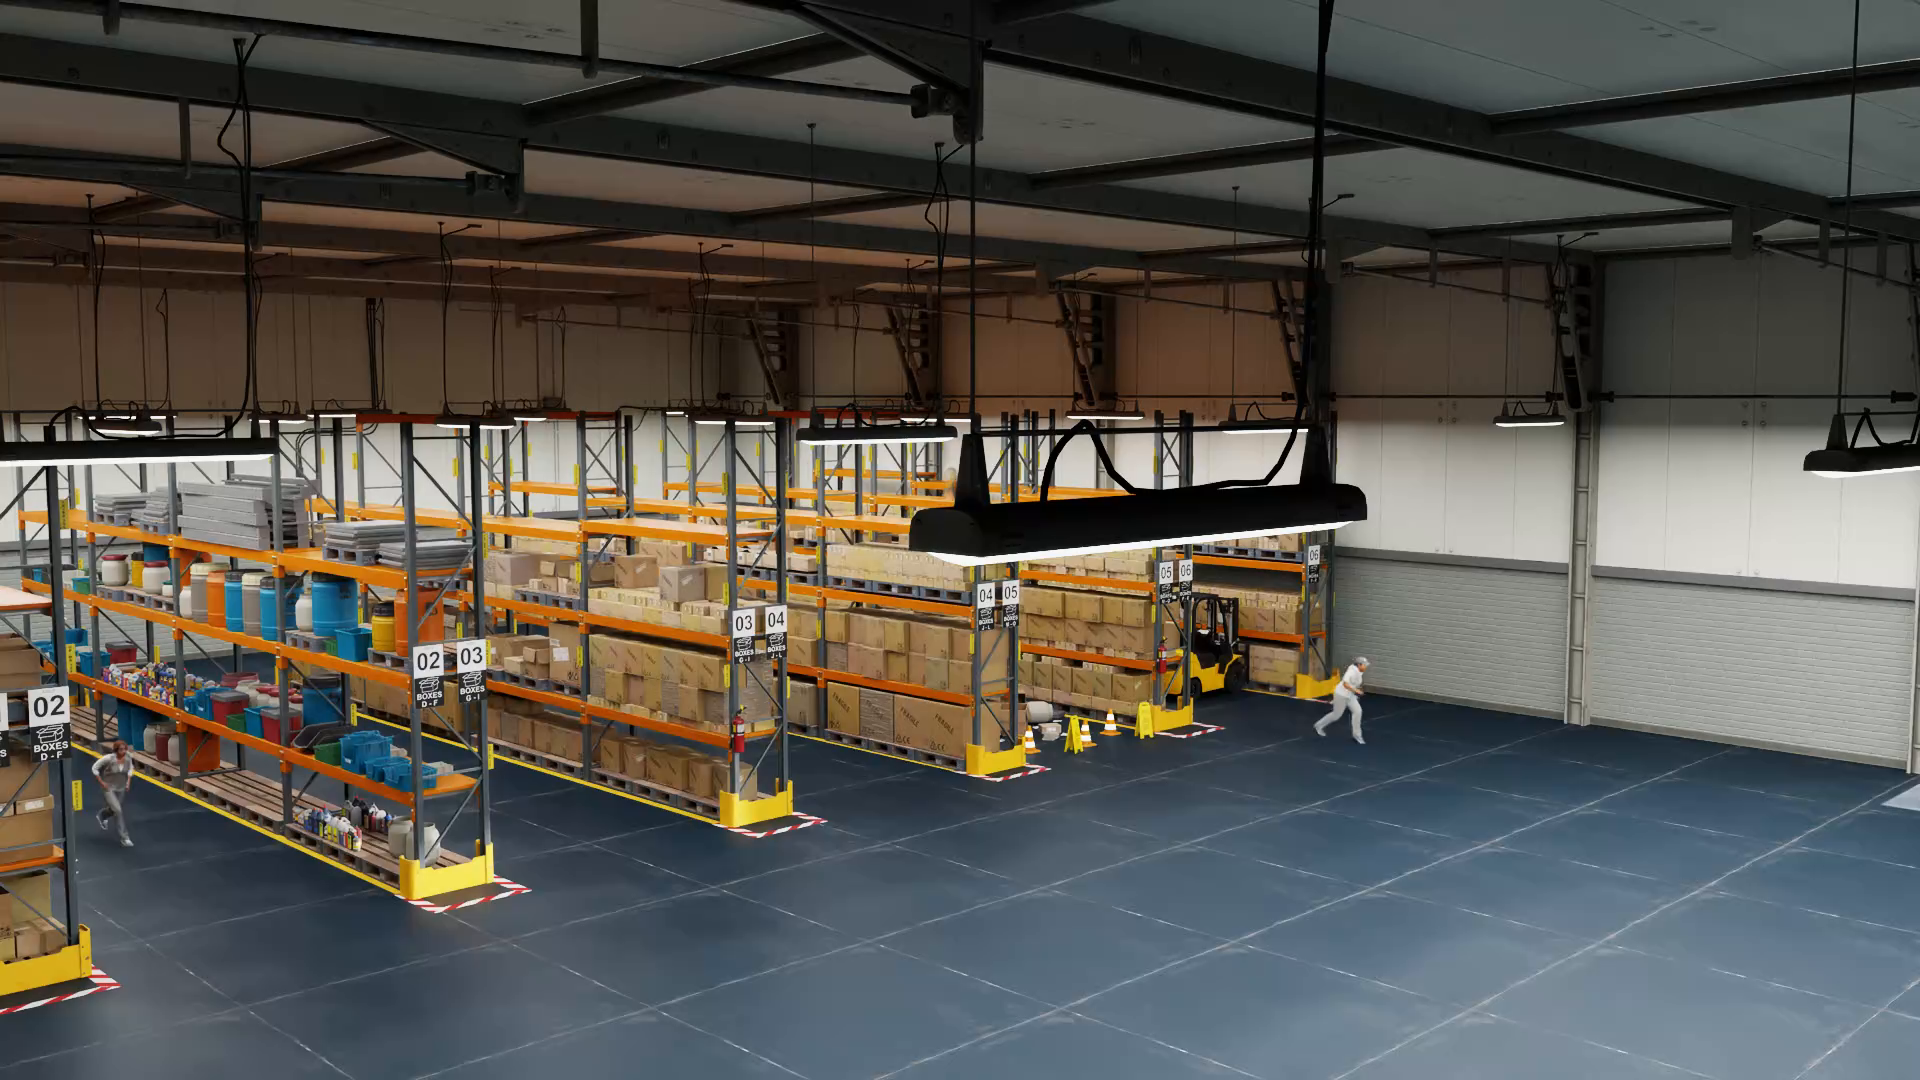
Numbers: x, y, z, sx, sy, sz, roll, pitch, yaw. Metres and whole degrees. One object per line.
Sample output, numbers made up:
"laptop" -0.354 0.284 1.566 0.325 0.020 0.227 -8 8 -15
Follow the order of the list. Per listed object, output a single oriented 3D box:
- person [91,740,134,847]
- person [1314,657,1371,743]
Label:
"person" -12.009 3.549 23.508 0.891 1.549 0.556 4 7 41
"person" 7.019 2.920 30.520 1.034 1.628 0.646 2 6 26
